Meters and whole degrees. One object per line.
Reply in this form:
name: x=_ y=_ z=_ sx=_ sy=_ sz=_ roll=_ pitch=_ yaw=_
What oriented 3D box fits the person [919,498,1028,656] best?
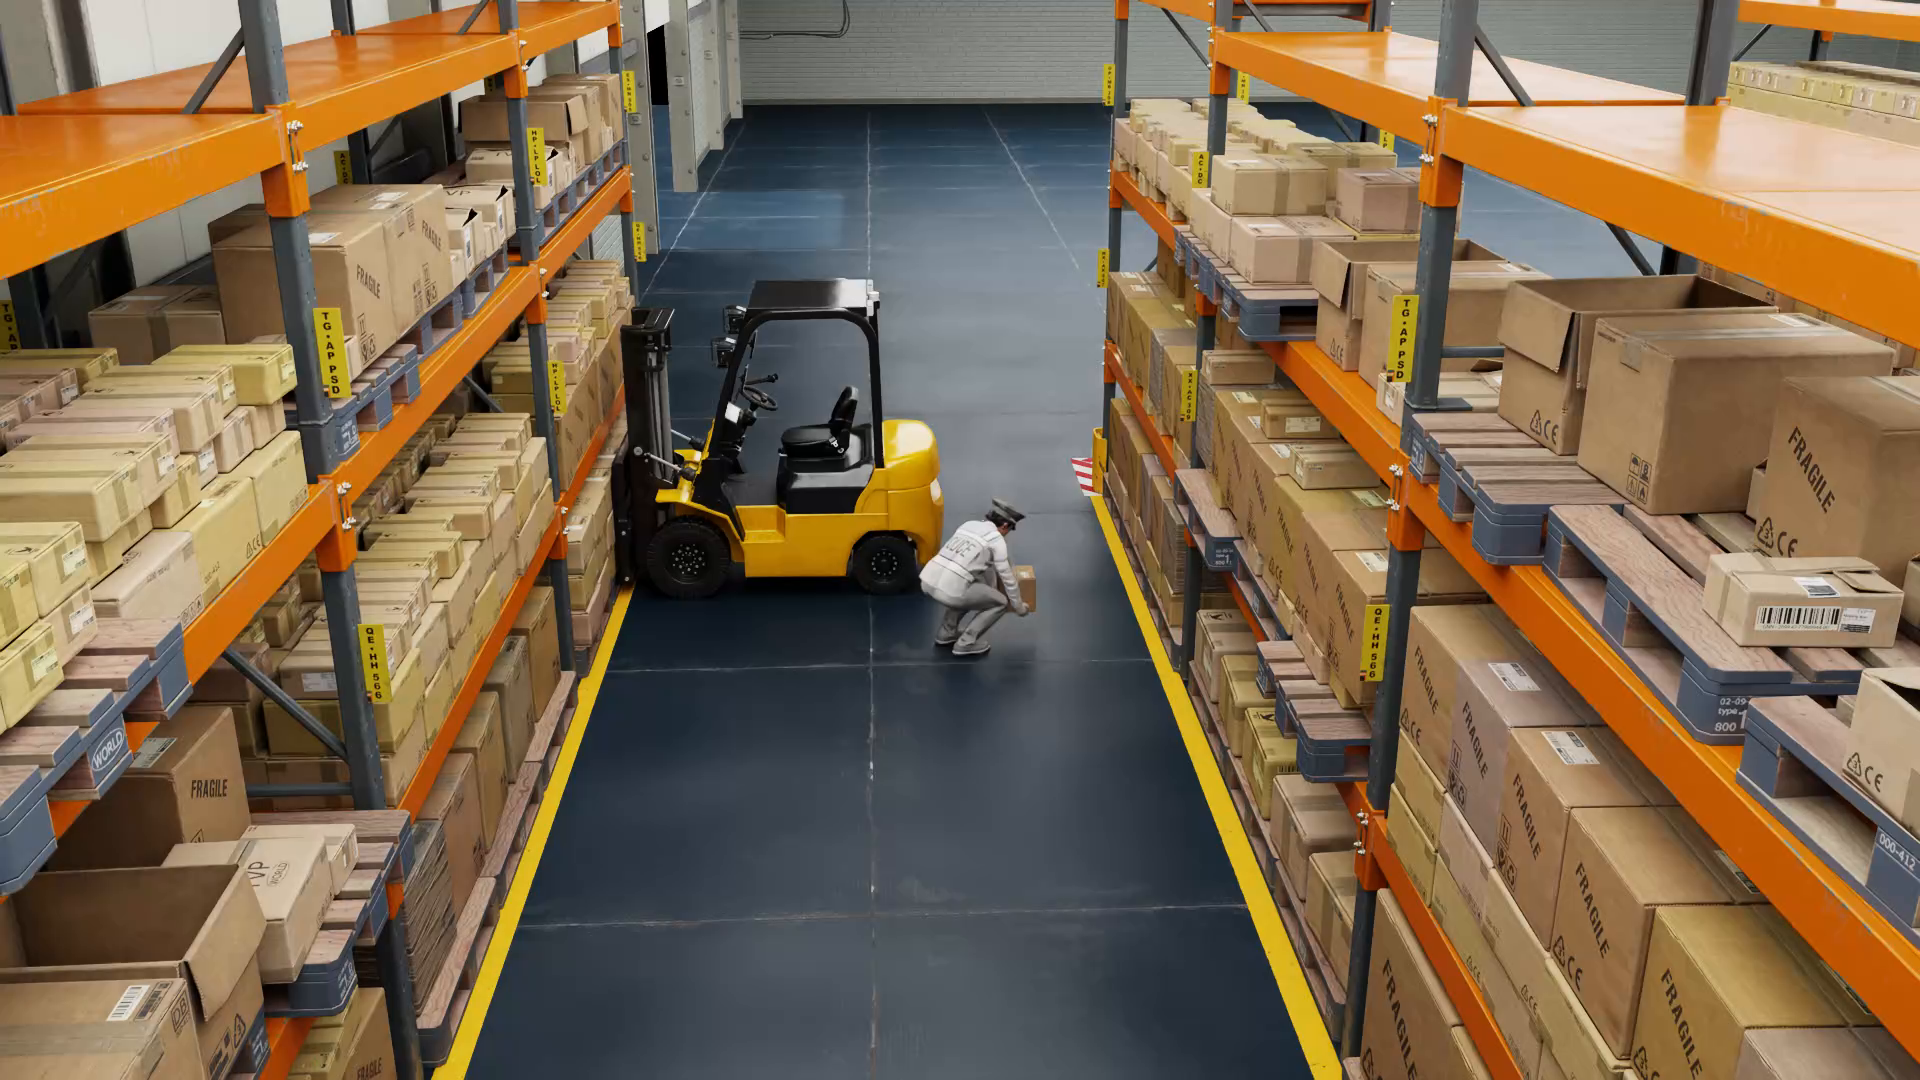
person: x=0.100 y=0.243 z=11.397 sx=0.818 sy=0.993 sz=0.494 roll=-13 pitch=24 yaw=-30
